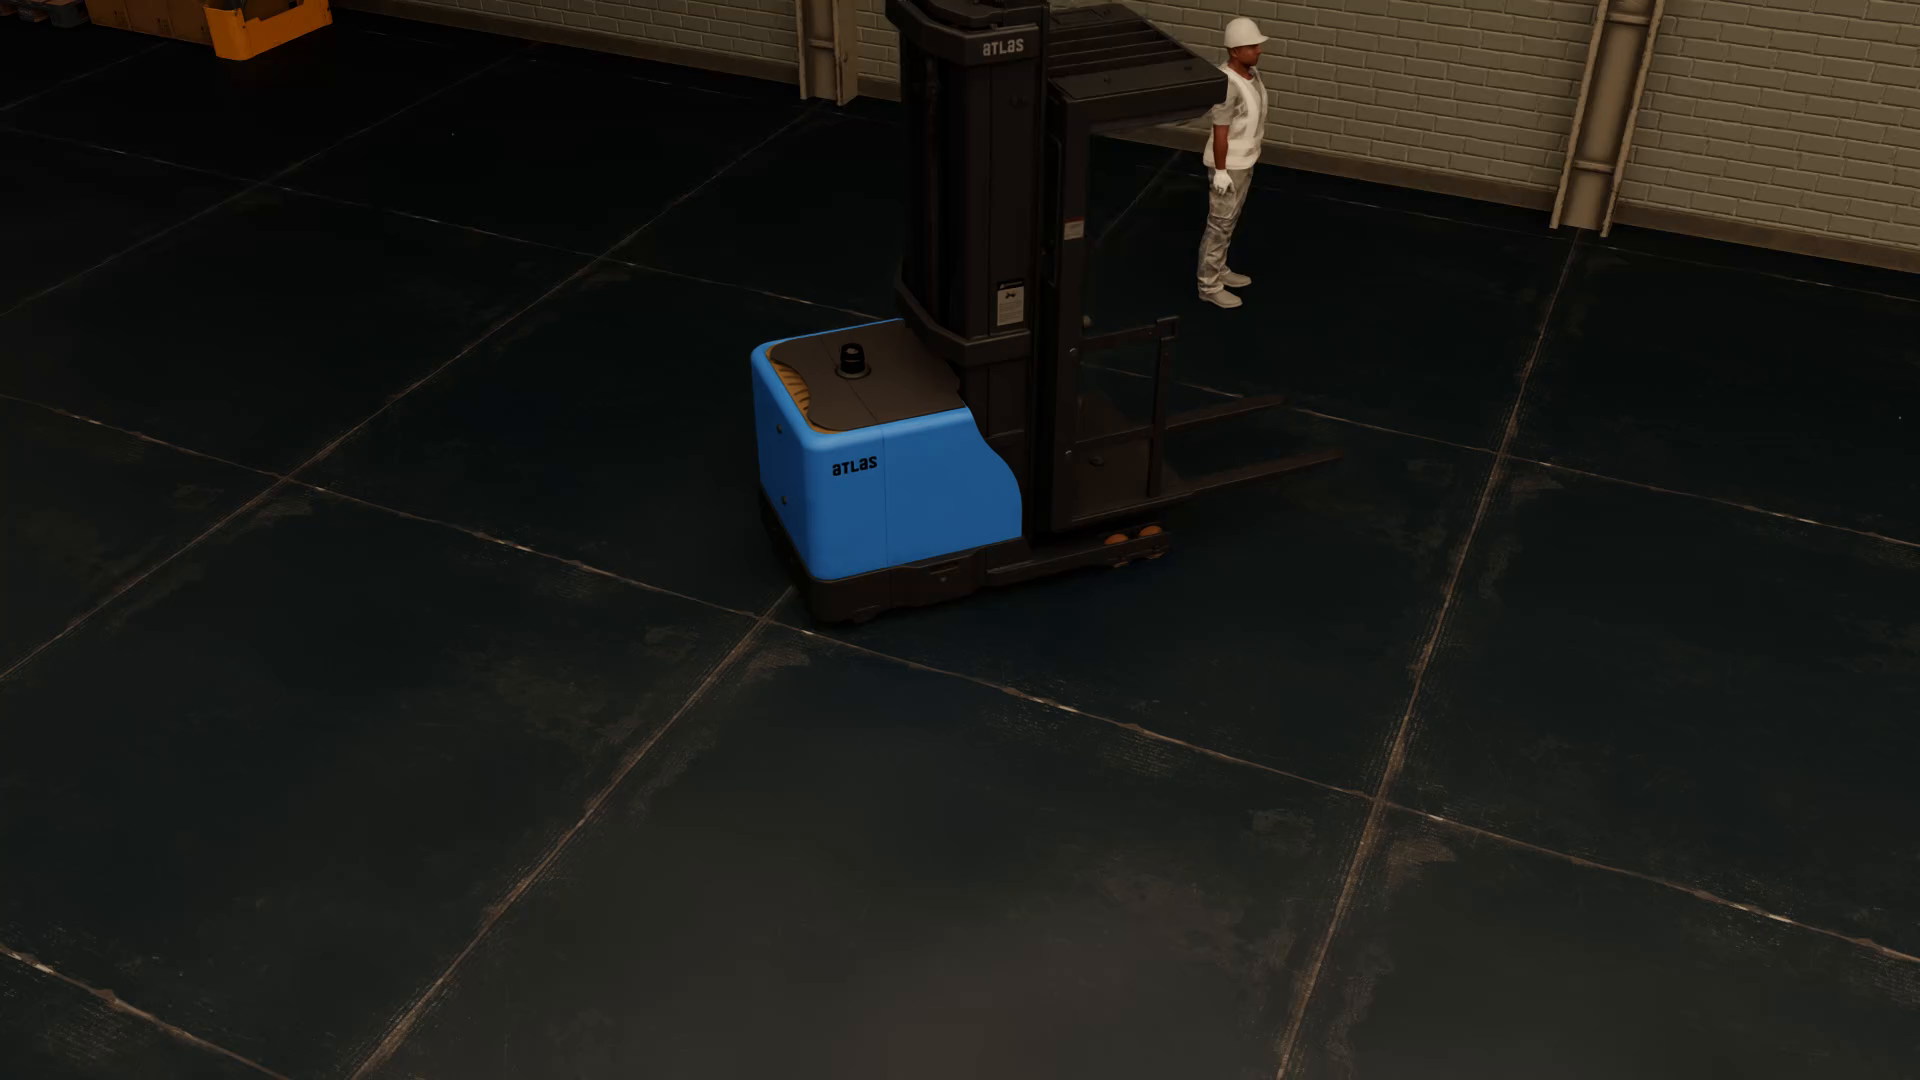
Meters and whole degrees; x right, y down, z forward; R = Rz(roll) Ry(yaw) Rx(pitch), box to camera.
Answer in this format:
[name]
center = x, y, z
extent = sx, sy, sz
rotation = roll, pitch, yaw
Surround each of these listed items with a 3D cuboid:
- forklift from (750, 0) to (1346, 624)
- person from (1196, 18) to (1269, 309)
[forklift]
center = 0.533, -1.329, 7.950
extent = 3.031, 2.935, 1.130
rotation = -13, 37, -17
[person]
center = 1.711, -2.361, 10.383
extent = 0.369, 1.790, 0.549
rotation = 13, 37, 17
